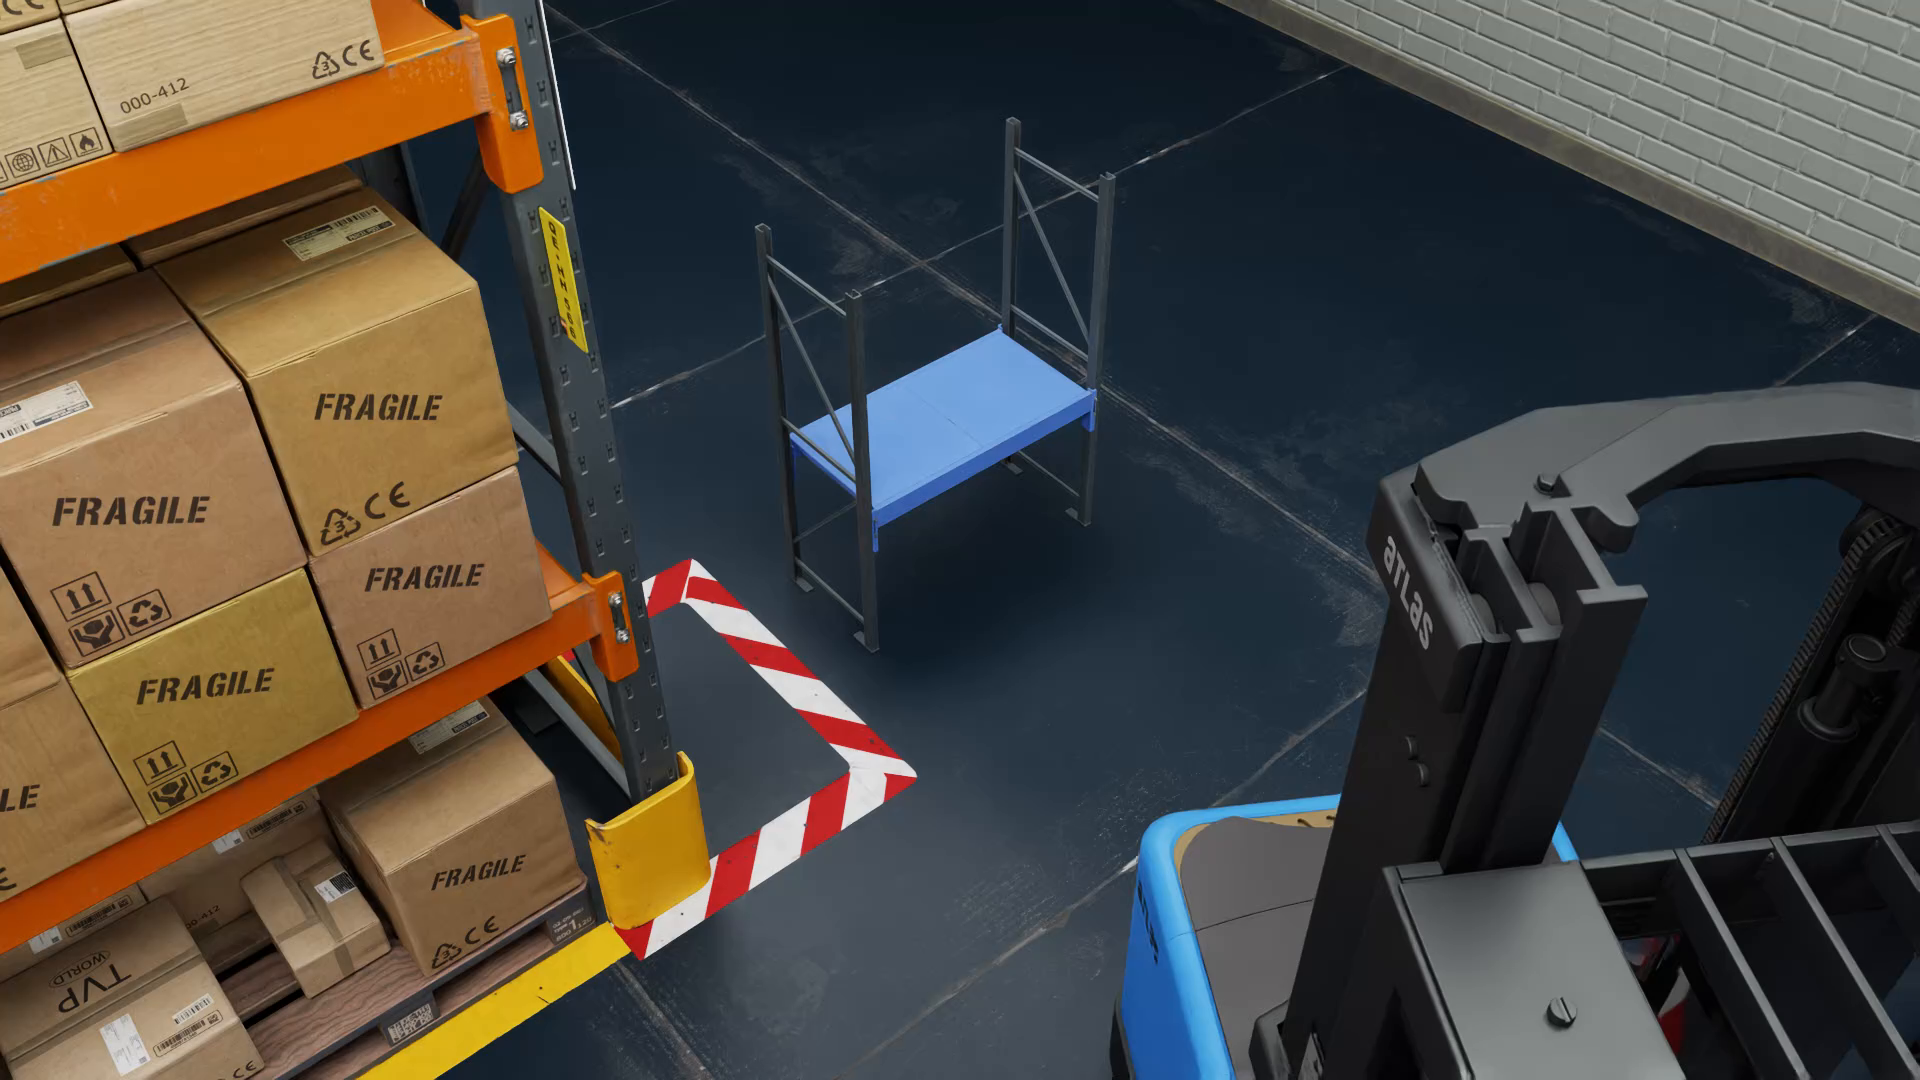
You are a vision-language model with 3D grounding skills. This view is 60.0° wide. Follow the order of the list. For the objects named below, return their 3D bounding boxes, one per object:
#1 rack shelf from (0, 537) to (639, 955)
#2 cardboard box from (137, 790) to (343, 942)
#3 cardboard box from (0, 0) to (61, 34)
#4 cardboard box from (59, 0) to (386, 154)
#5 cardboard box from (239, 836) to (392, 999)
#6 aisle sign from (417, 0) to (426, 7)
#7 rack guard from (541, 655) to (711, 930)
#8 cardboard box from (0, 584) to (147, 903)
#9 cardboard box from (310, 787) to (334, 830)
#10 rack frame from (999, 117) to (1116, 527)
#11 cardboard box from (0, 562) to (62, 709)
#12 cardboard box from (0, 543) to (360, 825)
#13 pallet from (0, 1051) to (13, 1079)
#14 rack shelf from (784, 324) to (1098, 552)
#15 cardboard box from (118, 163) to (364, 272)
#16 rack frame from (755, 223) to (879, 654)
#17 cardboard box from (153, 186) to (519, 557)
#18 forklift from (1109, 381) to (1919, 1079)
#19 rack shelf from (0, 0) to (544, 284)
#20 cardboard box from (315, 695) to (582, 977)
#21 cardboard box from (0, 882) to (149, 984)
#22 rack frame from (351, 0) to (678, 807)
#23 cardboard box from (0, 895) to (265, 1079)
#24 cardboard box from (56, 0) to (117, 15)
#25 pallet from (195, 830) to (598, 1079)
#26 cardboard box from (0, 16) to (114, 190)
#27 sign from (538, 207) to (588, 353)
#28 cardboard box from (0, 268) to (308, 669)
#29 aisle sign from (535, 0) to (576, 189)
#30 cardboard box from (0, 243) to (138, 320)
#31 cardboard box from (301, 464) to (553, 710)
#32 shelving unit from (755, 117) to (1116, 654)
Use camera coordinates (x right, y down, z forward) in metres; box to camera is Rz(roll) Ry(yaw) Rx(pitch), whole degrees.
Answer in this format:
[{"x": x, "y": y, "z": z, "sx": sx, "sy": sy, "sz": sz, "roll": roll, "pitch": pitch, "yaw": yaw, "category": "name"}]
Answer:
[{"x": -2.726, "y": 0.823, "z": 3.708, "sx": 4.000, "sy": 0.370, "sz": 1.077, "roll": -30, "pitch": 51, "yaw": -28, "category": "rack shelf"}, {"x": -2.174, "y": 0.834, "z": 4.858, "sx": 0.500, "sy": 0.250, "sz": 0.500, "roll": -30, "pitch": 51, "yaw": -28, "category": "cardboard box"}, {"x": -1.806, "y": -0.959, "z": 2.634, "sx": 0.500, "sy": 0.250, "sz": 0.500, "roll": -30, "pitch": 51, "yaw": -28, "category": "cardboard box"}, {"x": -1.417, "y": -0.992, "z": 3.034, "sx": 0.500, "sy": 0.250, "sz": 0.500, "roll": -30, "pitch": 51, "yaw": -28, "category": "cardboard box"}, {"x": -1.819, "y": 1.053, "z": 4.686, "sx": 0.250, "sy": 0.166, "sz": 0.380, "roll": -30, "pitch": 51, "yaw": -28, "category": "cardboard box"}, {"x": -1.328, "y": -1.450, "z": 3.703, "sx": 0.004, "sy": 0.787, "sz": 0.394, "roll": -30, "pitch": 51, "yaw": -28, "category": "aisle sign"}, {"x": -1.250, "y": 0.627, "z": 5.217, "sx": 0.348, "sy": 0.500, "sz": 1.175, "roll": -30, "pitch": 51, "yaw": -28, "category": "rack guard"}, {"x": -2.143, "y": 0.431, "z": 3.527, "sx": 0.500, "sy": 0.500, "sz": 0.500, "roll": -29, "pitch": 51, "yaw": -28, "category": "cardboard box"}, {"x": -1.925, "y": 0.668, "z": 5.096, "sx": 0.250, "sy": 0.166, "sz": 0.380, "roll": -30, "pitch": 51, "yaw": -28, "category": "cardboard box"}, {"x": 0.325, "y": -0.733, "z": 5.934, "sx": 0.032, "sy": 1.500, "sz": 0.500, "roll": -30, "pitch": 51, "yaw": -28, "category": "rack frame"}, {"x": -2.138, "y": 0.074, "z": 3.177, "sx": 0.500, "sy": 0.500, "sz": 0.500, "roll": -28, "pitch": 50, "yaw": -27, "category": "cardboard box"}, {"x": -1.756, "y": 0.215, "z": 3.757, "sx": 0.500, "sy": 0.500, "sz": 0.500, "roll": -29, "pitch": 51, "yaw": -28, "category": "cardboard box"}, {"x": -2.796, "y": 1.616, "z": 4.376, "sx": 1.213, "sy": 0.211, "sz": 1.003, "roll": -30, "pitch": 51, "yaw": -28, "category": "pallet"}, {"x": -0.065, "y": -0.378, "z": 5.820, "sx": 1.000, "sy": 0.185, "sz": 0.538, "roll": -30, "pitch": 51, "yaw": -28, "category": "rack shelf"}, {"x": -1.701, "y": -0.662, "z": 3.961, "sx": 0.500, "sy": 0.500, "sz": 0.500, "roll": -28, "pitch": 50, "yaw": -27, "category": "cardboard box"}, {"x": -0.455, "y": -0.286, "z": 5.459, "sx": 0.032, "sy": 1.500, "sz": 0.500, "roll": -30, "pitch": 51, "yaw": -28, "category": "rack frame"}, {"x": -1.357, "y": -0.379, "z": 3.659, "sx": 0.500, "sy": 0.500, "sz": 0.500, "roll": -30, "pitch": 51, "yaw": -28, "category": "cardboard box"}, {"x": 1.125, "y": 1.331, "z": 2.692, "sx": 1.130, "sy": 2.935, "sz": 3.031, "roll": -5, "pitch": 43, "yaw": -6, "category": "forklift"}, {"x": -2.726, "y": -0.271, "z": 2.681, "sx": 4.000, "sy": 0.370, "sz": 1.077, "roll": -30, "pitch": 51, "yaw": -28, "category": "rack shelf"}, {"x": -1.451, "y": 0.801, "z": 4.710, "sx": 0.500, "sy": 0.500, "sz": 0.500, "roll": -30, "pitch": 51, "yaw": -28, "category": "cardboard box"}, {"x": -2.558, "y": 1.053, "z": 4.625, "sx": 0.500, "sy": 0.250, "sz": 0.500, "roll": -30, "pitch": 51, "yaw": -28, "category": "cardboard box"}, {"x": -1.192, "y": -0.318, "z": 4.397, "sx": 0.127, "sy": 3.000, "sz": 1.000, "roll": -30, "pitch": 51, "yaw": -28, "category": "rack frame"}, {"x": -2.199, "y": 1.294, "z": 4.368, "sx": 0.500, "sy": 0.250, "sz": 0.500, "roll": -30, "pitch": 51, "yaw": -28, "category": "cardboard box"}, {"x": -1.422, "y": -1.179, "z": 2.868, "sx": 0.500, "sy": 0.250, "sz": 0.500, "roll": -30, "pitch": 51, "yaw": -28, "category": "cardboard box"}, {"x": -1.861, "y": 1.083, "z": 4.943, "sx": 1.213, "sy": 0.211, "sz": 1.003, "roll": -30, "pitch": 51, "yaw": -28, "category": "pallet"}, {"x": -1.807, "y": -0.779, "z": 2.806, "sx": 0.500, "sy": 0.250, "sz": 0.500, "roll": -30, "pitch": 51, "yaw": -28, "category": "cardboard box"}, {"x": -0.851, "y": -0.555, "z": 3.573, "sx": 0.005, "sy": 0.325, "sz": 0.100, "roll": -30, "pitch": 51, "yaw": -28, "category": "sign"}, {"x": -1.744, "y": -0.156, "z": 3.422, "sx": 0.500, "sy": 0.500, "sz": 0.500, "roll": -28, "pitch": 50, "yaw": -27, "category": "cardboard box"}, {"x": -0.943, "y": -1.135, "z": 3.368, "sx": 0.004, "sy": 0.787, "sz": 0.394, "roll": -30, "pitch": 51, "yaw": -28, "category": "aisle sign"}, {"x": -2.097, "y": -0.429, "z": 3.712, "sx": 0.500, "sy": 0.500, "sz": 0.500, "roll": -29, "pitch": 51, "yaw": -27, "category": "cardboard box"}, {"x": -1.361, "y": -0.015, "z": 4.001, "sx": 0.500, "sy": 0.500, "sz": 0.500, "roll": -28, "pitch": 50, "yaw": -27, "category": "cardboard box"}, {"x": -0.065, "y": -0.509, "z": 5.697, "sx": 1.048, "sy": 1.500, "sz": 0.538, "roll": -30, "pitch": 51, "yaw": -28, "category": "shelving unit"}]
